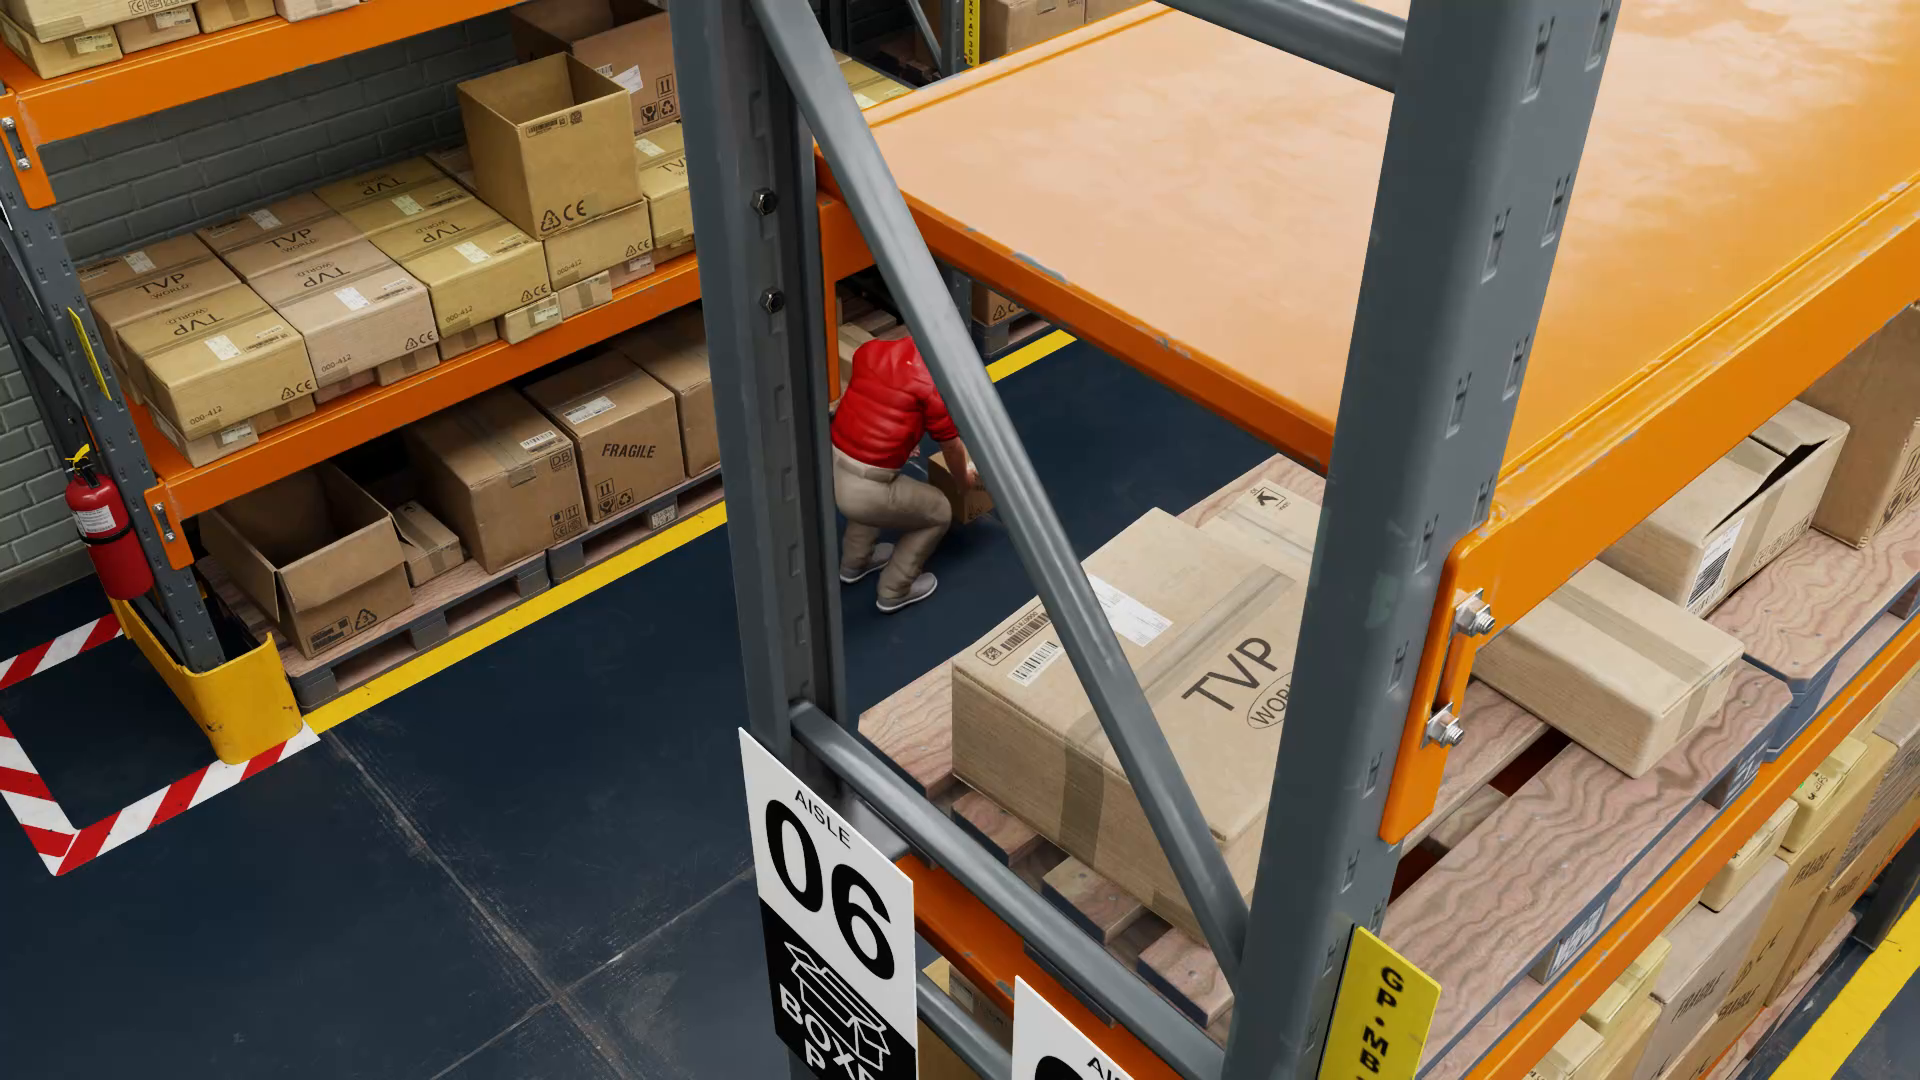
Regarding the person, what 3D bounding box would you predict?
[{"bbox_3d":[-0.314,-0.351,7.267,0.767,1.293,0.589,-30,48,-31],"label":"person"}]
